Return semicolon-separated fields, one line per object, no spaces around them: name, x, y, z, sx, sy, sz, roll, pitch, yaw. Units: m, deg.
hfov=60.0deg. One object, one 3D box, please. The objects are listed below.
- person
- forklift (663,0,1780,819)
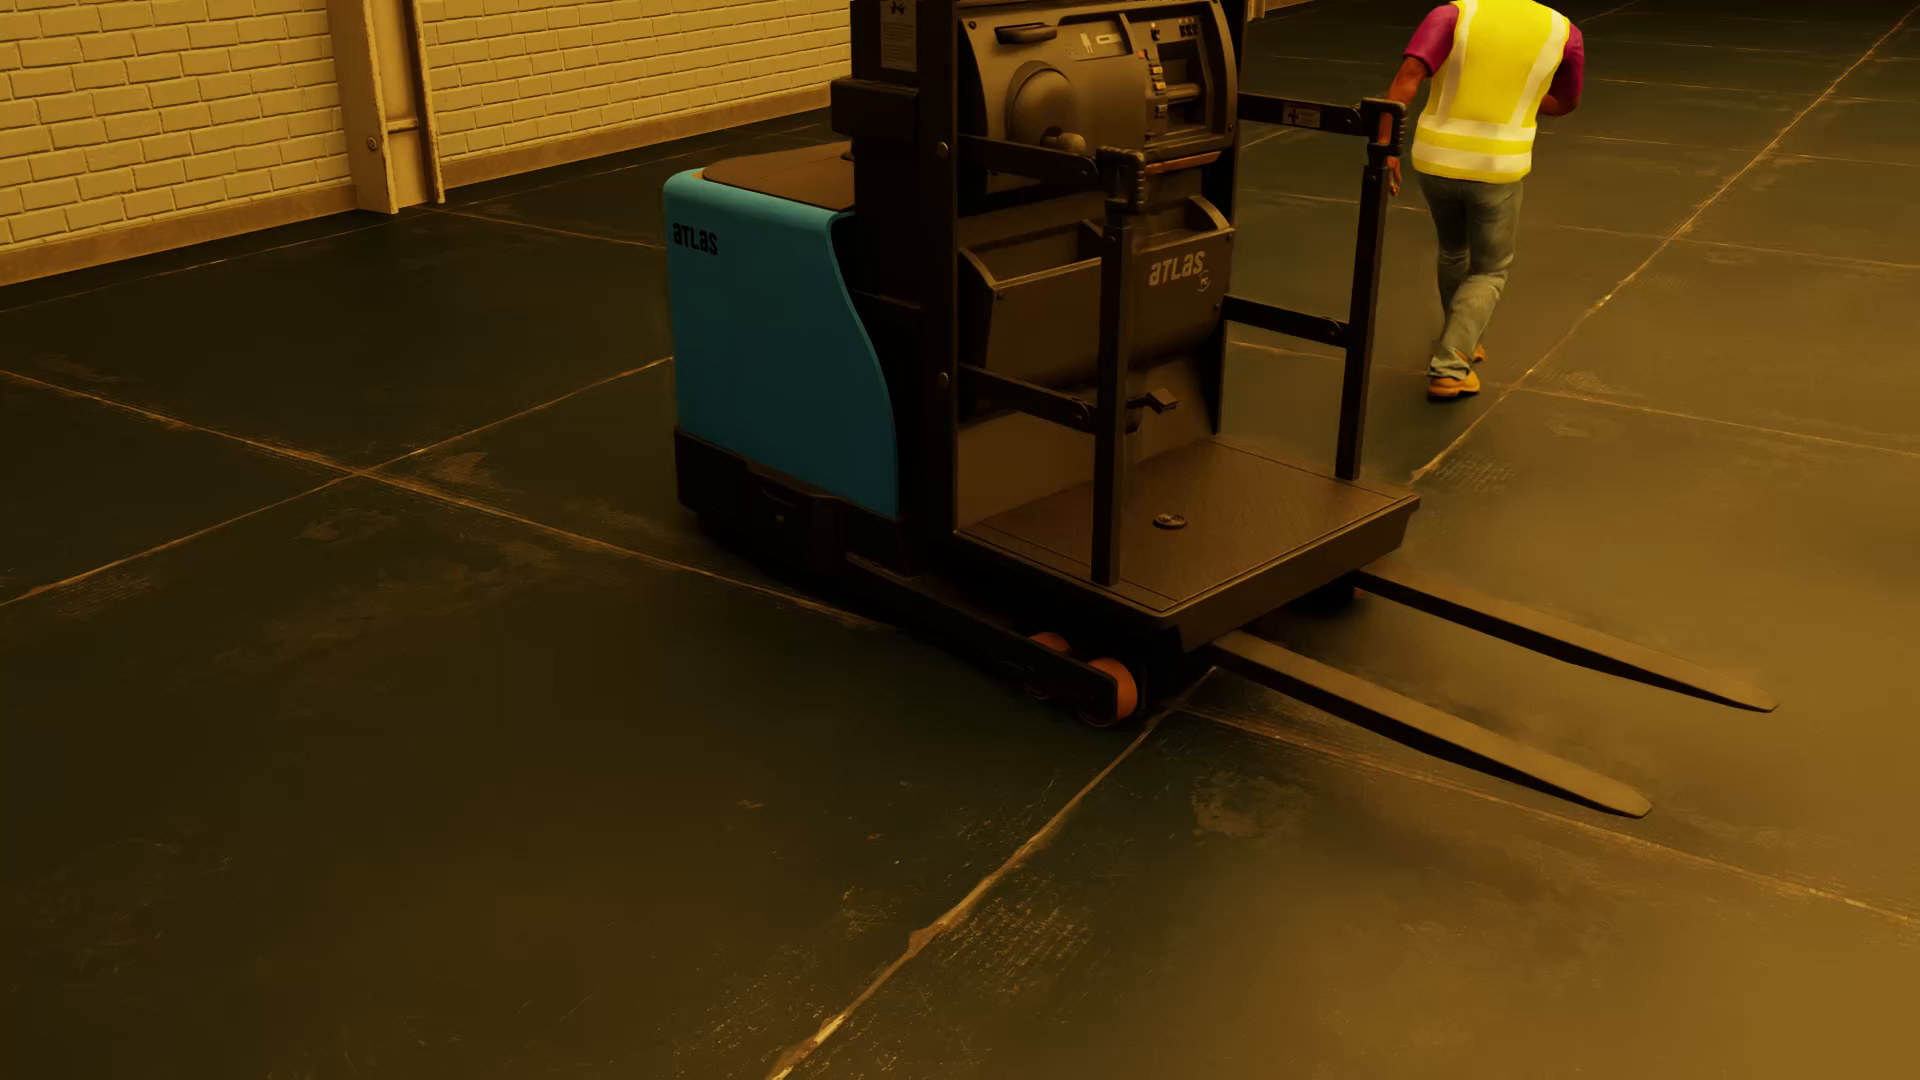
person;1.926;-1.377;6.154;0.604;1.738;0.936;12;26;25
forklift;0.511;-1.126;3.947;1.130;2.935;3.031;-21;31;-39
